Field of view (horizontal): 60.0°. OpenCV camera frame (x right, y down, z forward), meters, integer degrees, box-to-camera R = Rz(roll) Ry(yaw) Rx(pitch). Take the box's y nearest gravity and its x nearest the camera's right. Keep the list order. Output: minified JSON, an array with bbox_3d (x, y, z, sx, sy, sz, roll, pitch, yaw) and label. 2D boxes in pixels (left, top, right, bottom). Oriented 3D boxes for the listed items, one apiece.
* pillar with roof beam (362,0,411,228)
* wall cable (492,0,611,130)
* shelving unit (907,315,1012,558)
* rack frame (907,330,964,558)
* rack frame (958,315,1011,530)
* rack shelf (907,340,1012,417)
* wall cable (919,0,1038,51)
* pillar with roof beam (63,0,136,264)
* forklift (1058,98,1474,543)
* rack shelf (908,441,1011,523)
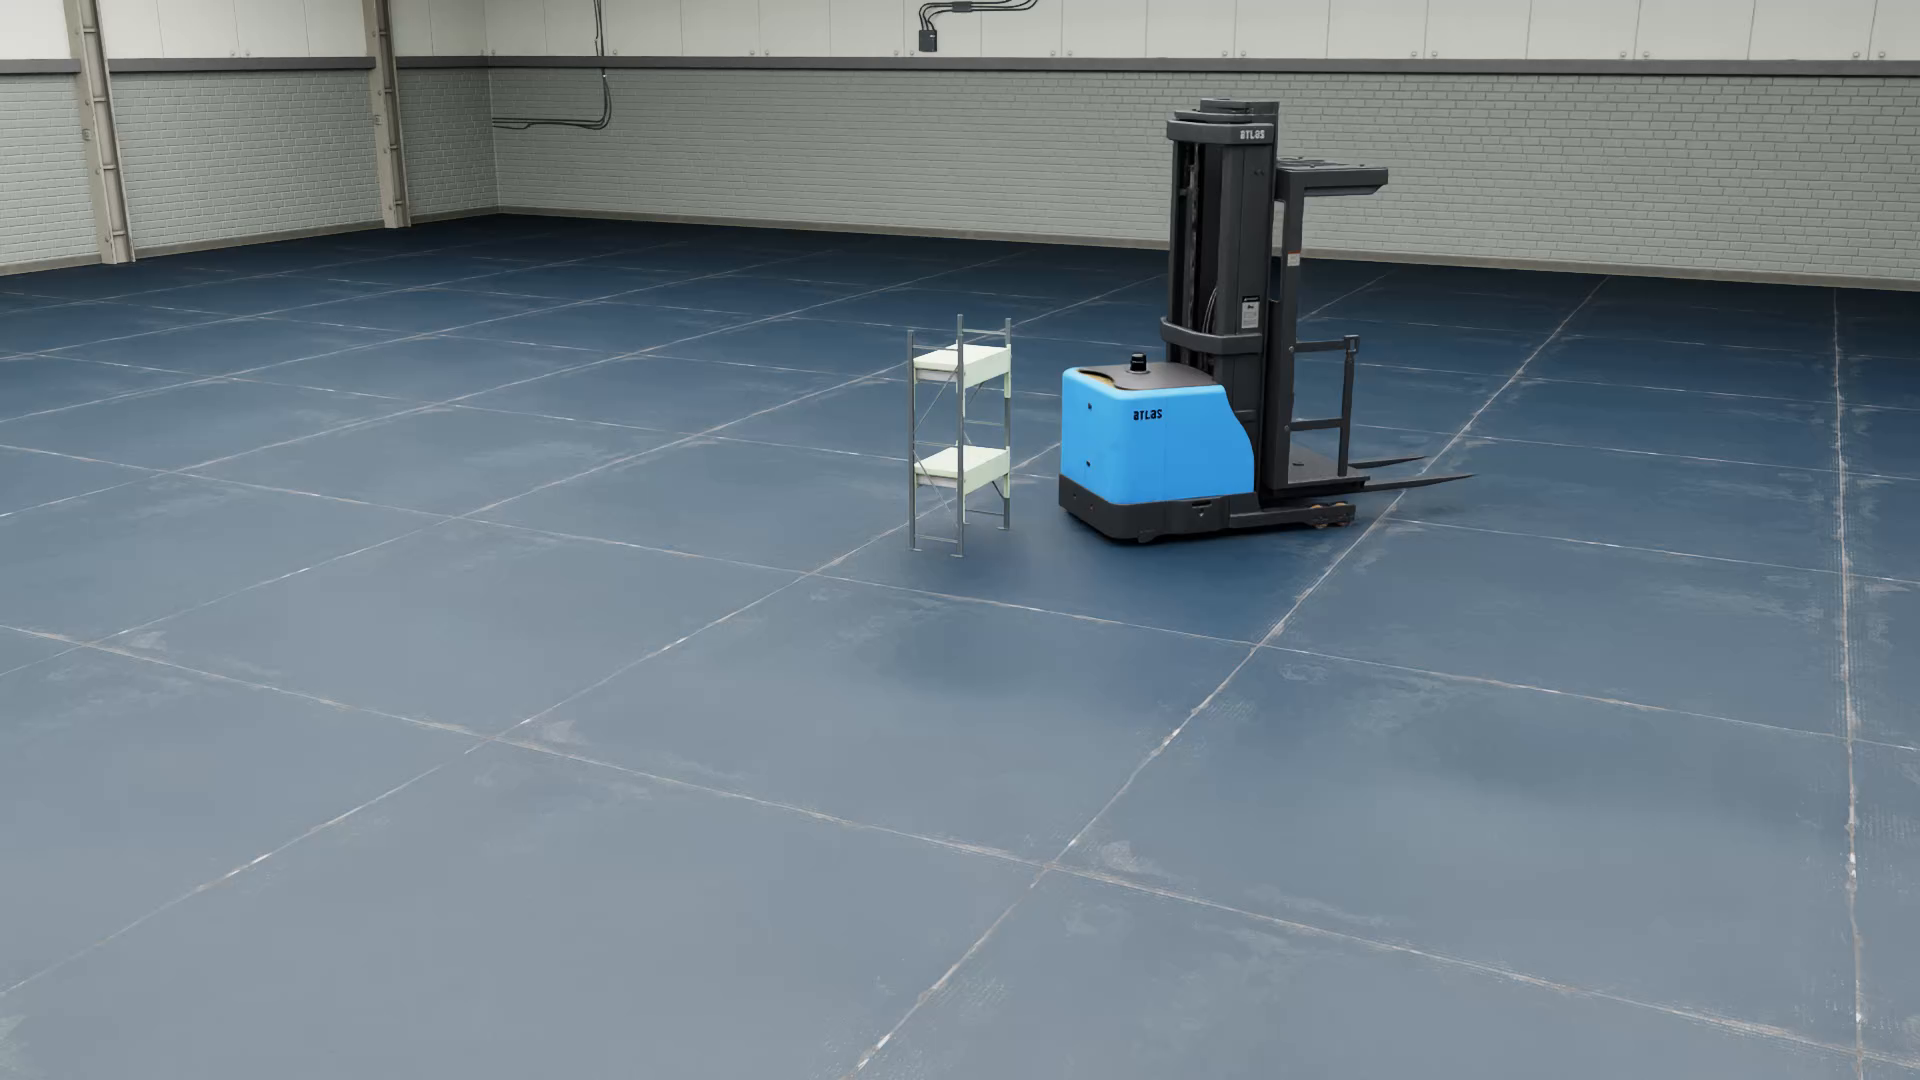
[{"bbox_3d":[-6.804,-9.698,28.372,9.100,9.000,0.400,8,18,25],"label":"pillar with roof beam"},{"bbox_3d":[-8.156,-9.340,32.618,3.097,2.526,0.112,8,18,25],"label":"wall cable"},{"bbox_3d":[0.003,-0.721,11.317,0.431,1.500,0.755,8,18,25],"label":"shelving unit"},{"bbox_3d":[-0.161,-0.627,11.003,0.400,1.500,0.023,8,18,25],"label":"rack frame"},{"bbox_3d":[0.167,-0.814,11.630,0.400,1.500,0.023,8,18,25],"label":"rack frame"},{"bbox_3d":[0.003,-1.095,11.205,0.431,0.370,0.720,8,18,25],"label":"rack shelf"},{"bbox_3d":[0.330,-11.247,27.612,2.305,6.003,0.169,8,18,25],"label":"wall cable"},{"bbox_3d":[-9.485,-8.170,23.226,9.100,9.000,0.400,8,18,25],"label":"pillar with roof beam"},{"bbox_3d":[2.292,-1.620,11.832,3.031,2.935,1.130,-6,18,-19],"label":"forklift"},{"bbox_3d":[0.003,-0.408,11.409,0.431,0.370,0.720,8,18,25],"label":"rack shelf"}]
